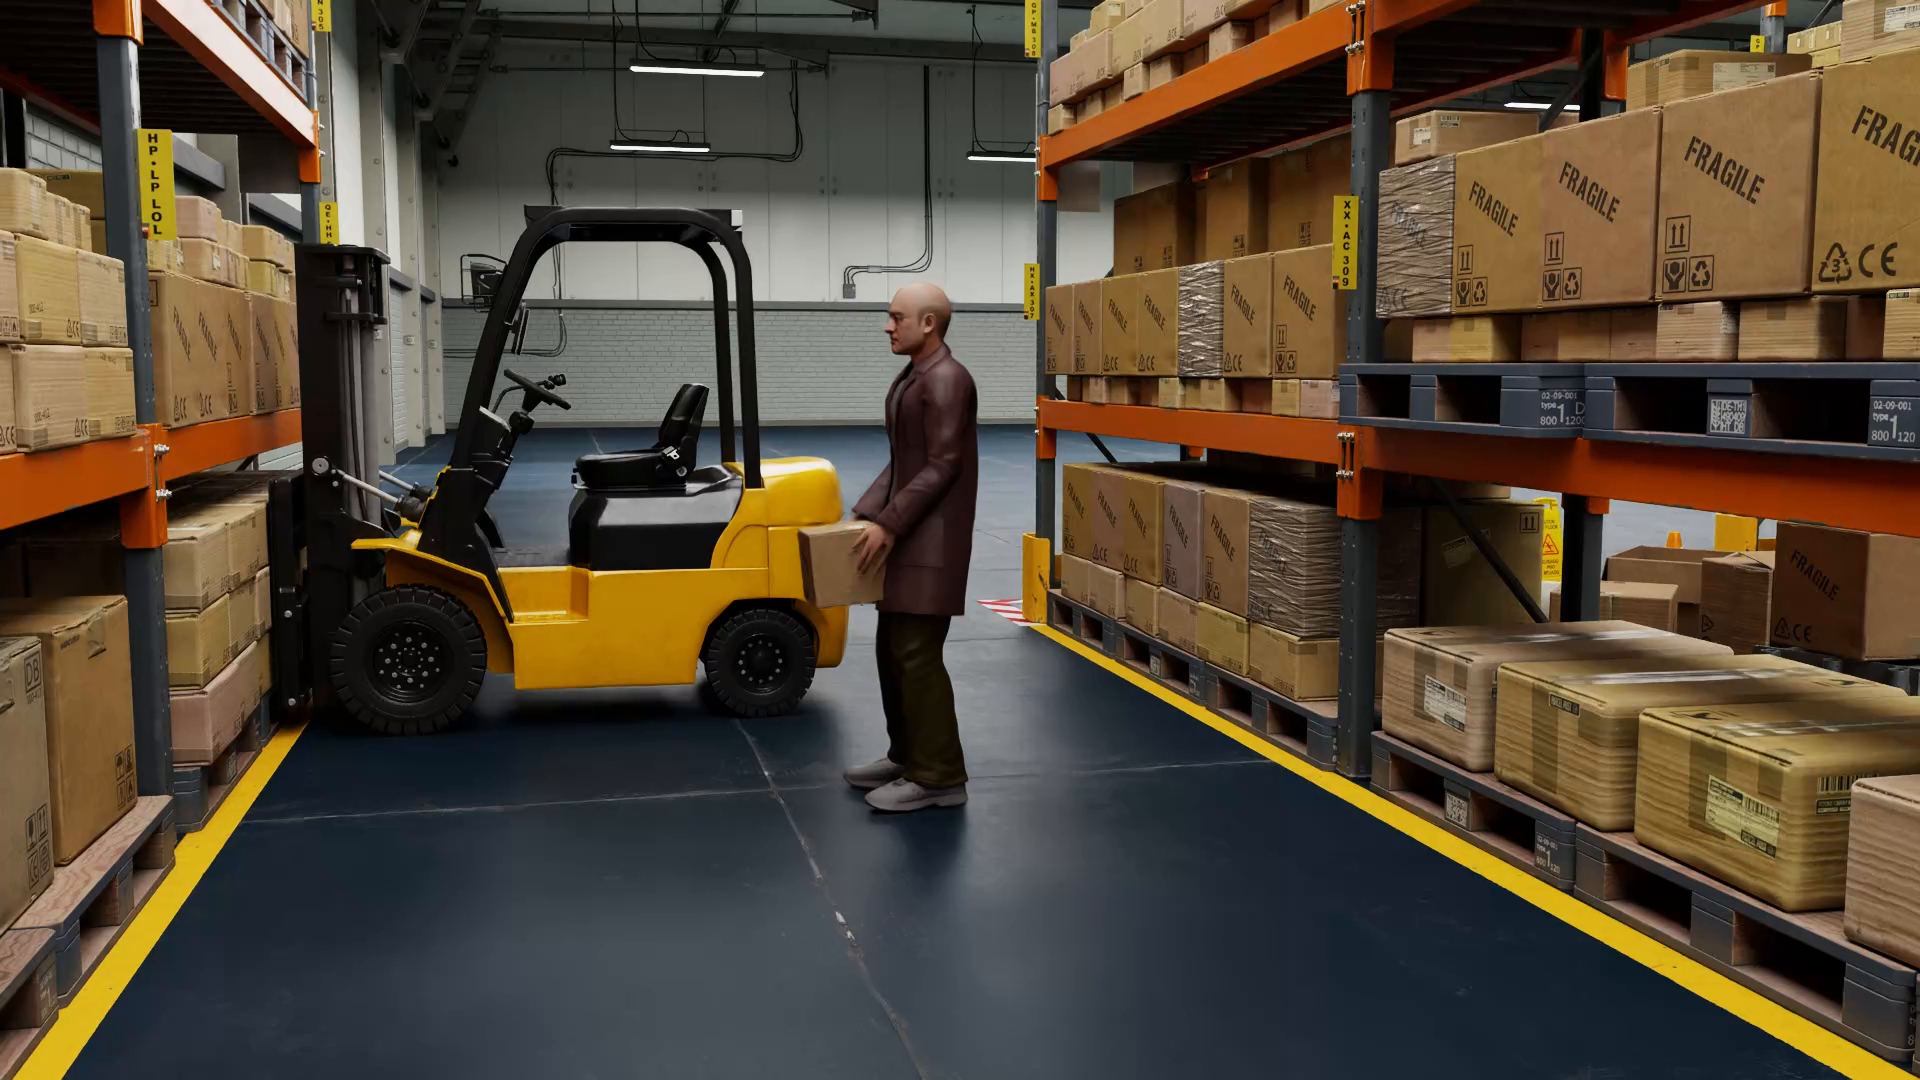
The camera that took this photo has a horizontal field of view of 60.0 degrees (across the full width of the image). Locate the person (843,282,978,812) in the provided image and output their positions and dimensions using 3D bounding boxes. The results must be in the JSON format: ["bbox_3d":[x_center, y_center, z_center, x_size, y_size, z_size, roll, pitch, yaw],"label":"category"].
[{"bbox_3d":[-0.177,0.015,5.703,0.455,1.782,0.577,-2,6,-15],"label":"person"}]
